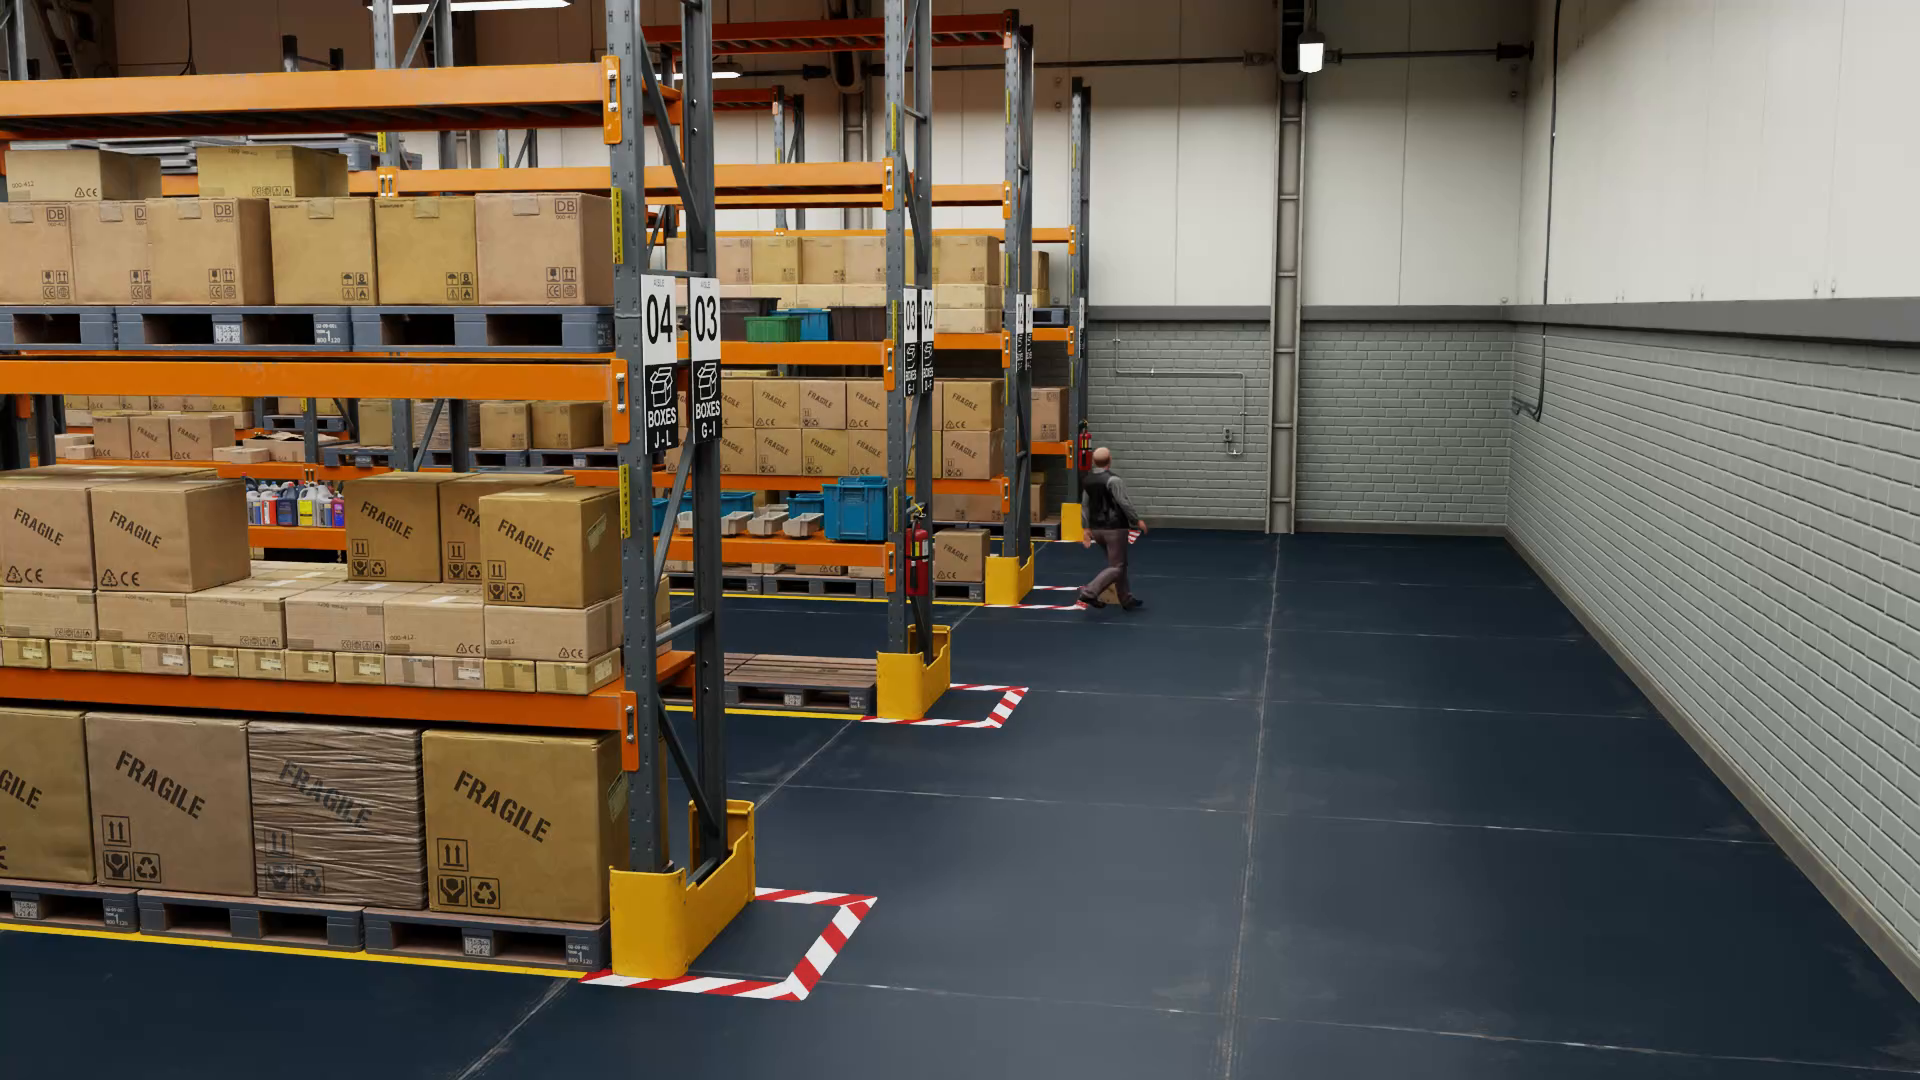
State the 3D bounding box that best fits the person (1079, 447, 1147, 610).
[{"bbox_3d":[1.539,-0.100,16.726,0.922,1.679,0.593,-6,10,-37],"label":"person"}]
